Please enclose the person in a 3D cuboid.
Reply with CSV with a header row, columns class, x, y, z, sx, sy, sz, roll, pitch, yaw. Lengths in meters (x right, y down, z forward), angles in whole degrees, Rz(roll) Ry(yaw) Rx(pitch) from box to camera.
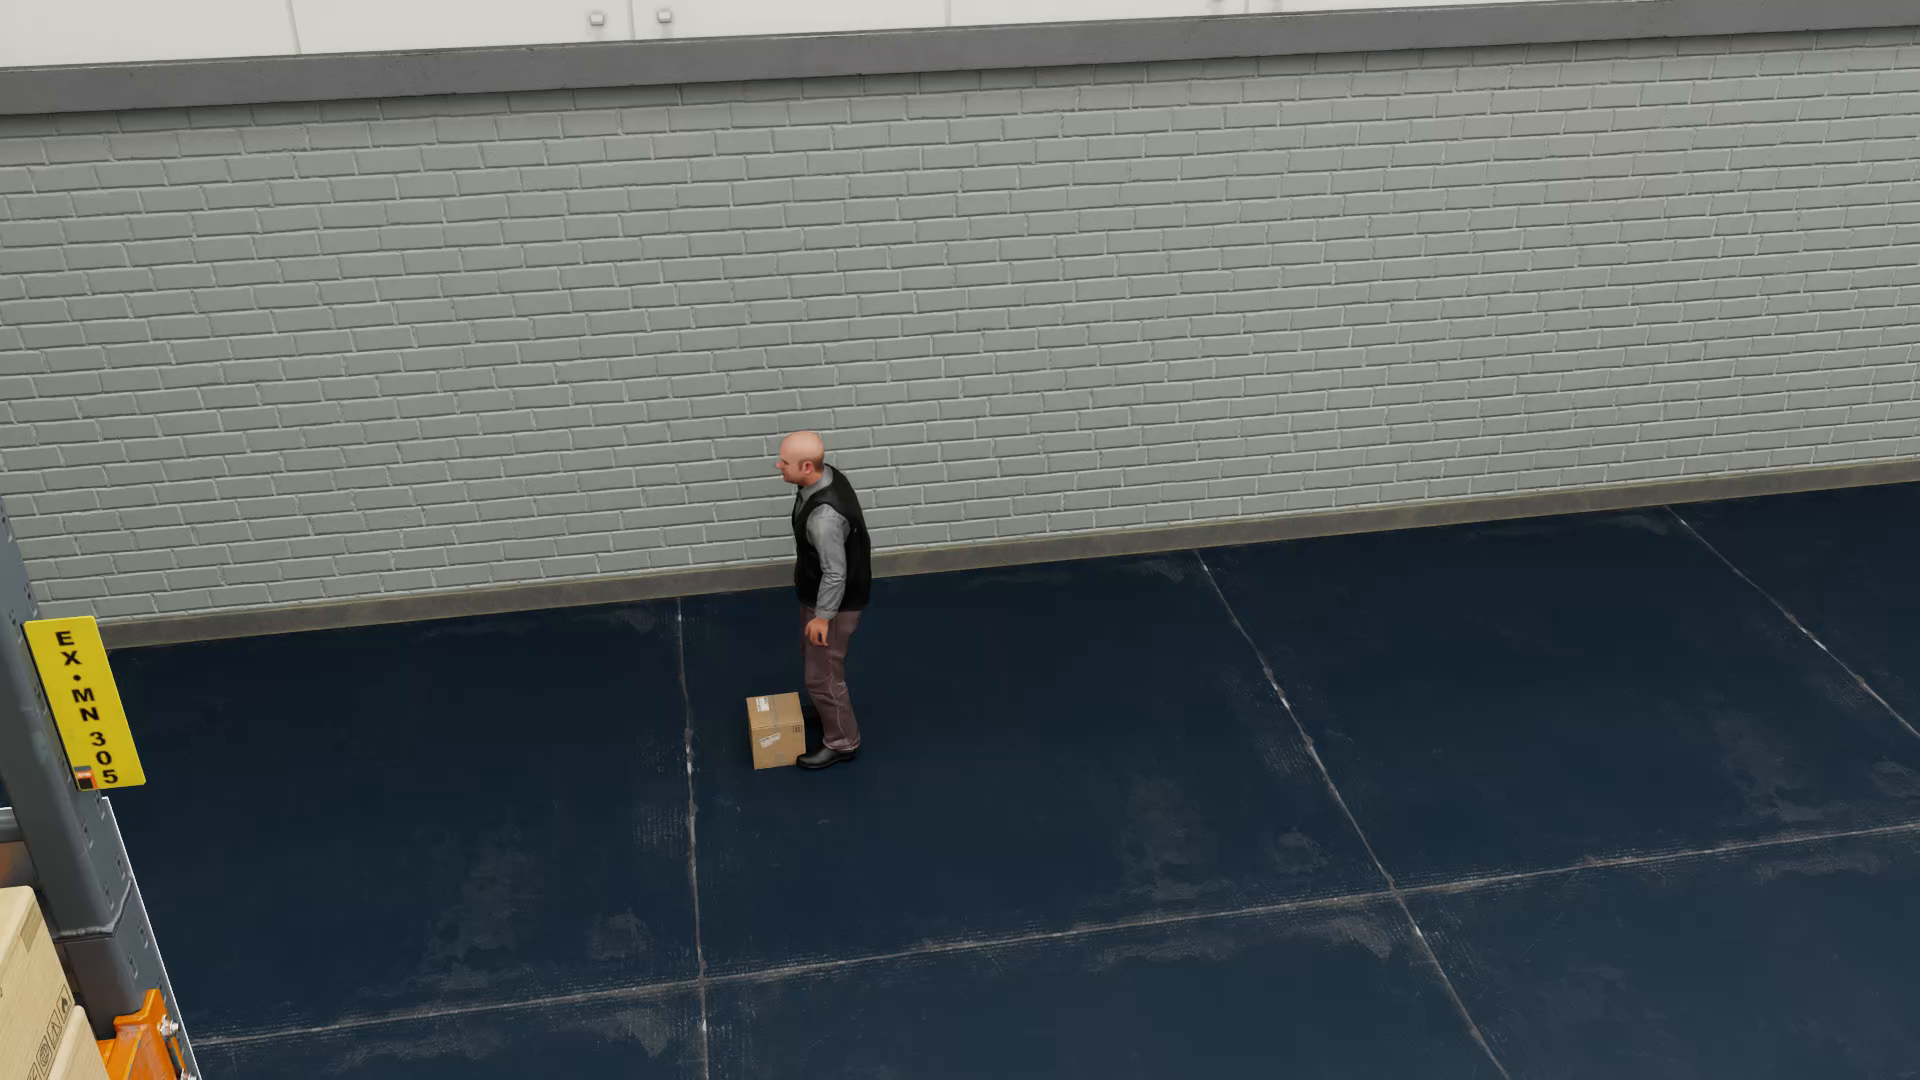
class,x,y,z,sx,sy,sz,roll,pitch,yaw
person,-0.616,0.257,7.723,0.416,1.721,0.580,-5,31,-8
